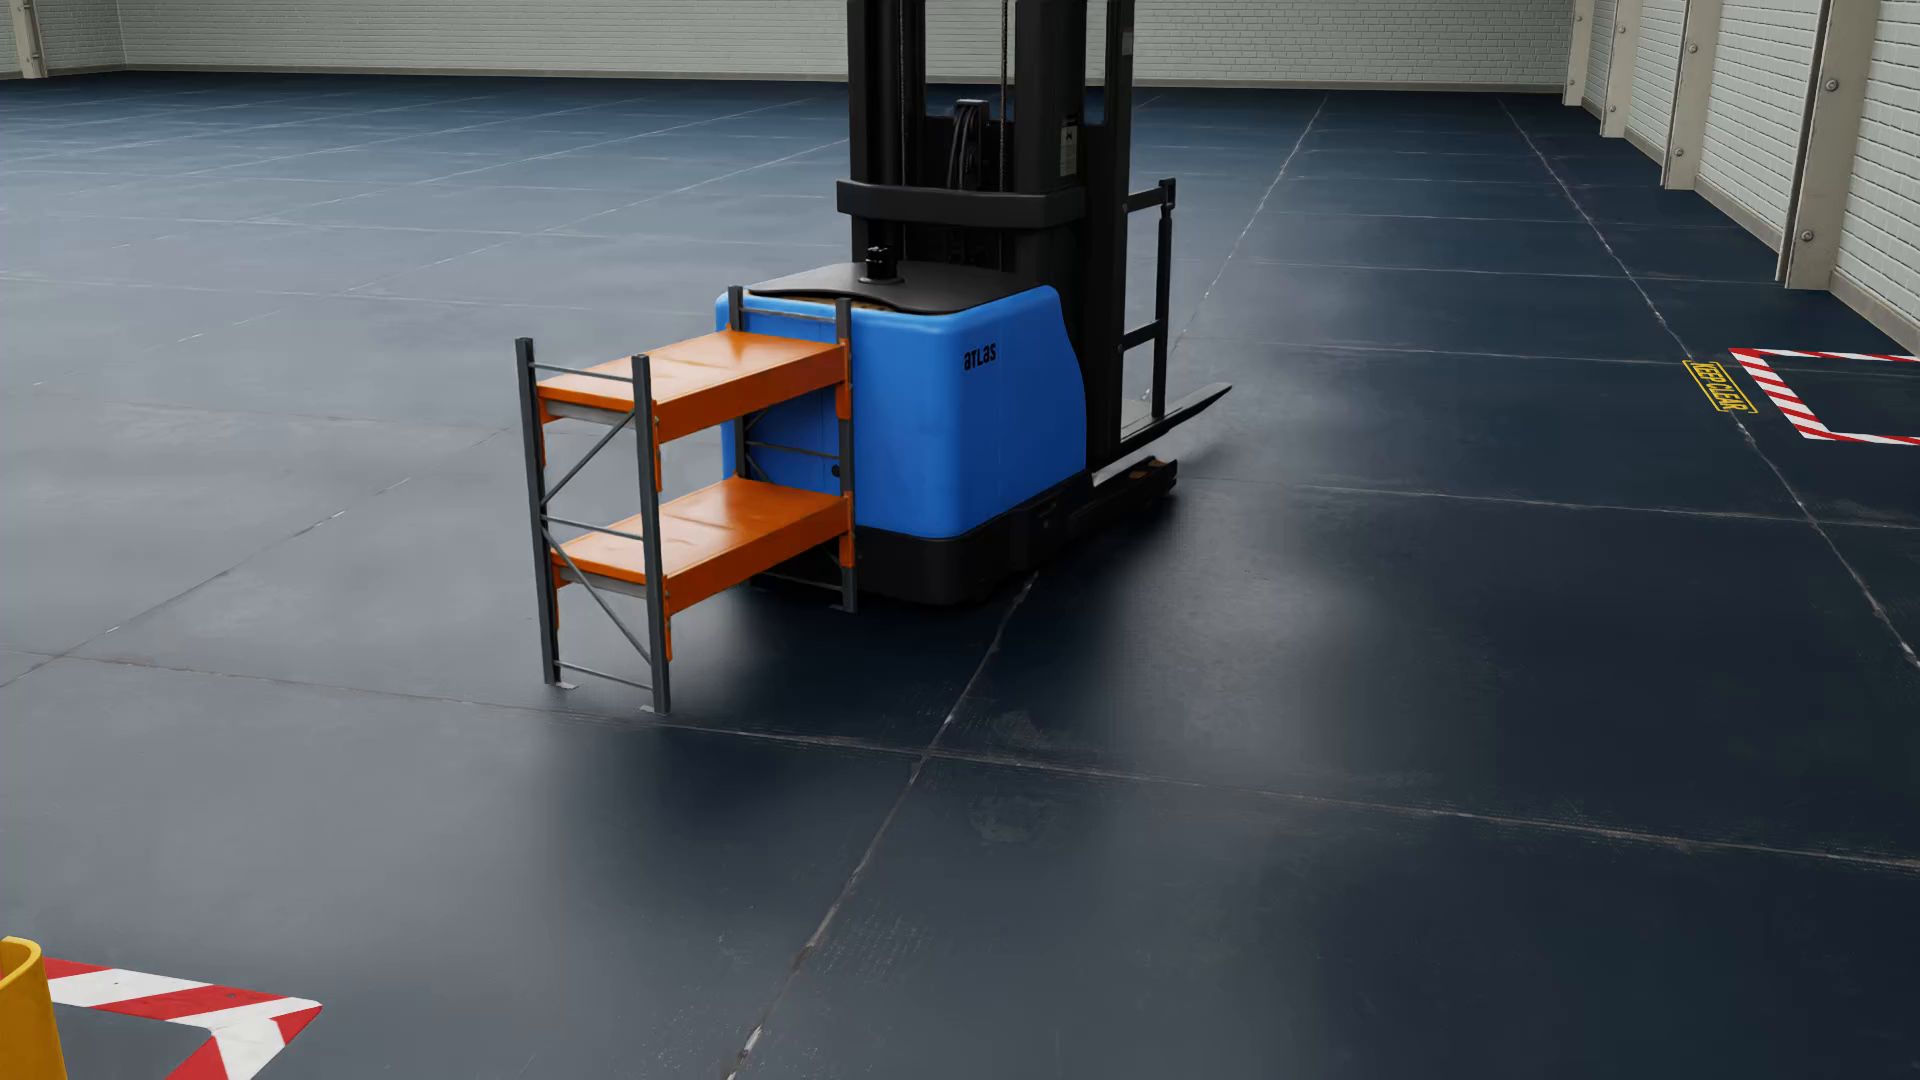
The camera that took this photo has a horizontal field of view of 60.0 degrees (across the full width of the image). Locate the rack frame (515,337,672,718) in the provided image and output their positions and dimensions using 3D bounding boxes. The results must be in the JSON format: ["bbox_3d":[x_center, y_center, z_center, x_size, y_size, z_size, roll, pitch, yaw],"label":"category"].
[{"bbox_3d":[-1.110,-0.033,5.045,0.500,1.125,0.032,11,22,29],"label":"rack frame"}]

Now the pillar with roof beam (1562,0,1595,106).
[{"bbox_3d":[6.384,-12.105,28.204,9.100,9.000,0.400,5,19,13],"label":"pillar with roof beam"}]

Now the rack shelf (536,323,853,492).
[{"bbox_3d":[-0.849,-0.451,5.363,0.538,0.278,1.000,11,22,29],"label":"rack shelf"}]

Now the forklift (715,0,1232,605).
[{"bbox_3d":[0.289,-1.585,6.793,1.130,2.935,3.031,11,22,29],"label":"forklift"}]

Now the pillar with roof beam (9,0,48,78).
[{"bbox_3d":[-15.812,-13.912,33.497,9.100,9.000,0.400,5,19,13],"label":"pillar with roof beam"}]

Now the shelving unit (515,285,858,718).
[{"bbox_3d":[-0.849,-0.174,5.457,0.538,1.125,1.048,11,22,29],"label":"shelving unit"}]

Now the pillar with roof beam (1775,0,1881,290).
[{"bbox_3d":[1.986,-6.463,11.687,9.100,9.000,0.400,5,19,13],"label":"pillar with roof beam"}]

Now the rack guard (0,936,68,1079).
[{"bbox_3d":[-2.237,0.975,3.060,1.175,0.500,0.348,5,19,13],"label":"rack guard"}]

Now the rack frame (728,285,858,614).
[{"bbox_3d":[-0.588,-0.315,5.870,0.500,1.125,0.032,11,22,29],"label":"rack frame"}]

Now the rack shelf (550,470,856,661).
[{"bbox_3d":[-0.849,0.057,5.536,0.538,0.278,1.000,11,22,29],"label":"rack shelf"}]

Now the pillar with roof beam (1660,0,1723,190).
[{"bbox_3d":[3.452,-8.343,17.192,9.100,9.000,0.400,5,19,13],"label":"pillar with roof beam"}]

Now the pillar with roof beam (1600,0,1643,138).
[{"bbox_3d":[4.918,-10.224,22.698,9.100,9.000,0.400,5,19,13],"label":"pillar with roof beam"}]
